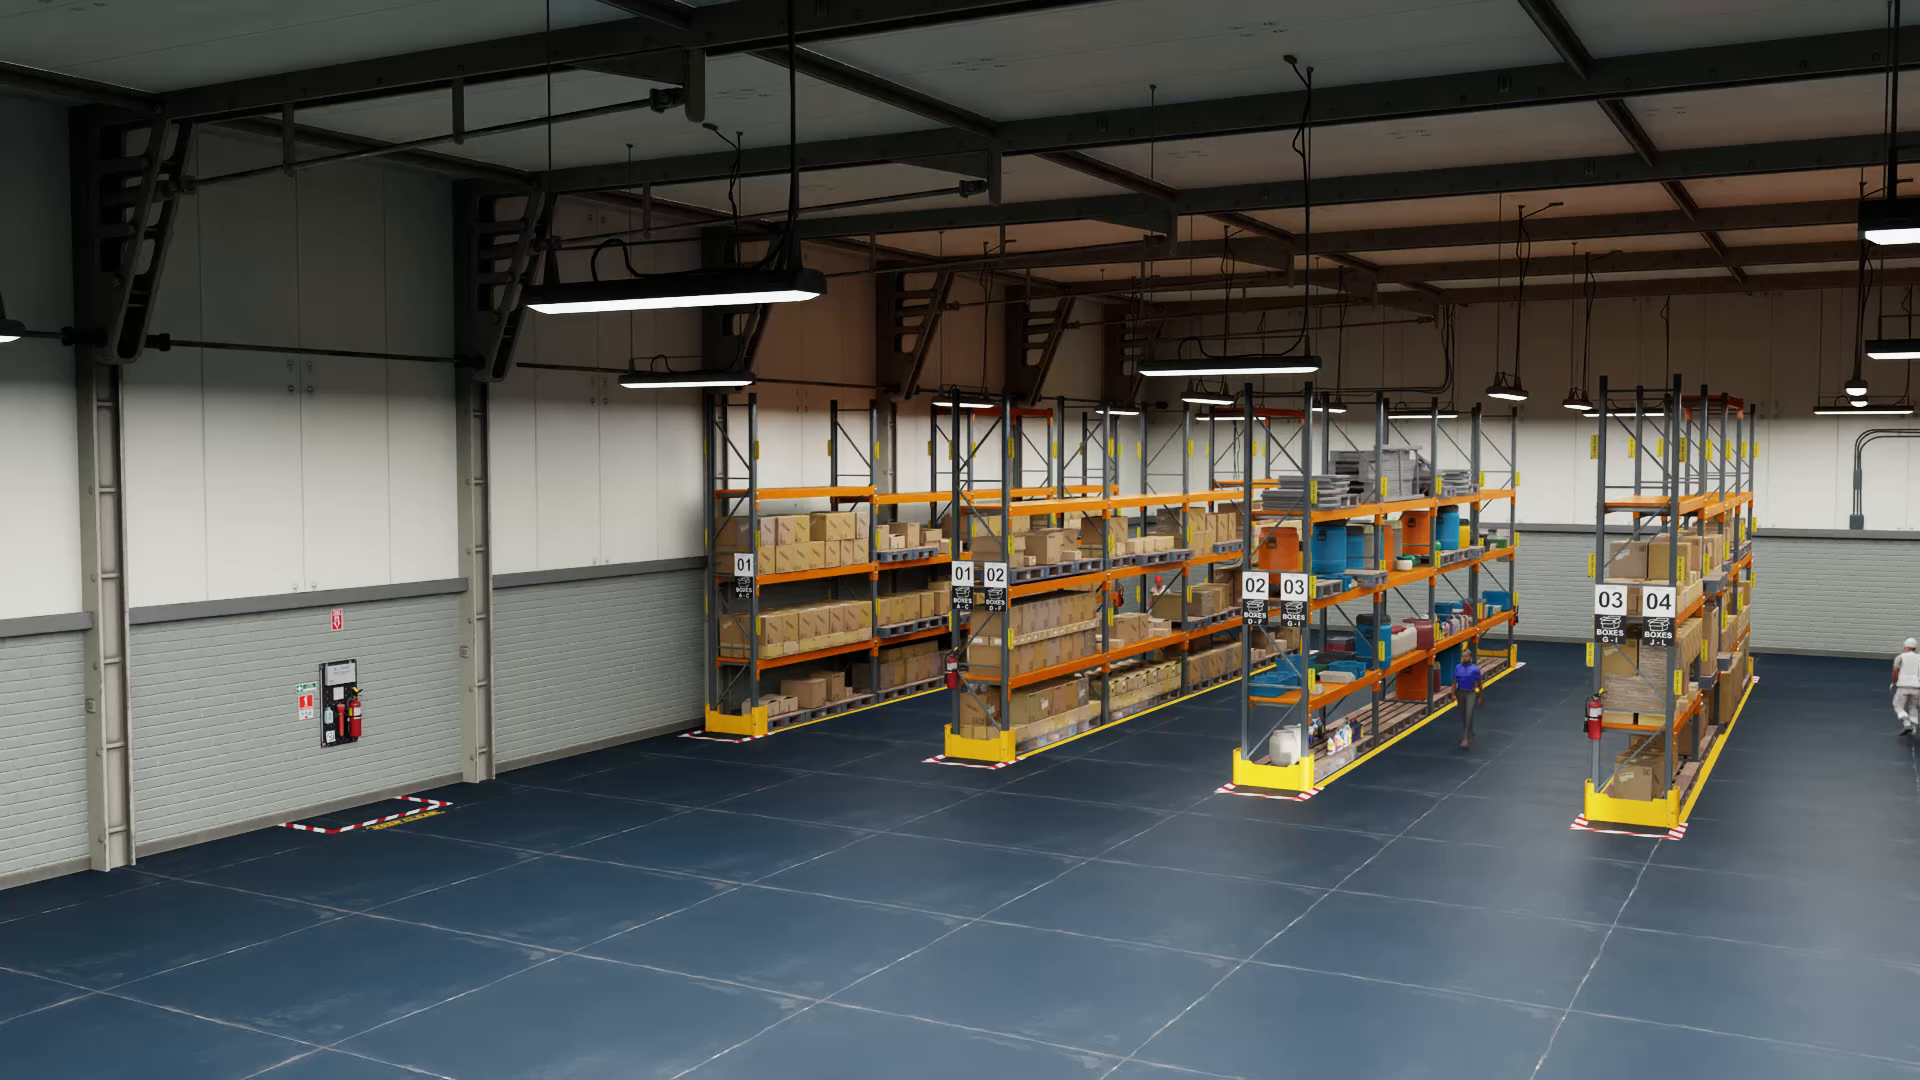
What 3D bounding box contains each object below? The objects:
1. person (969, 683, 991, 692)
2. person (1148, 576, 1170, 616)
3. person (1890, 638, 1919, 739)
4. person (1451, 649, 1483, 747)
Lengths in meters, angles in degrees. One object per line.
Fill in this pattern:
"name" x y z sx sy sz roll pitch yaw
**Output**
"person" 0.423 2.483 30.497 0.601 1.744 0.654 3 4 42
"person" 5.087 1.812 42.549 0.603 1.753 0.964 1 3 11
"person" 16.502 2.584 28.860 0.606 1.725 0.749 1 3 16
"person" 8.527 2.650 28.089 0.474 1.616 0.919 3 4 43
